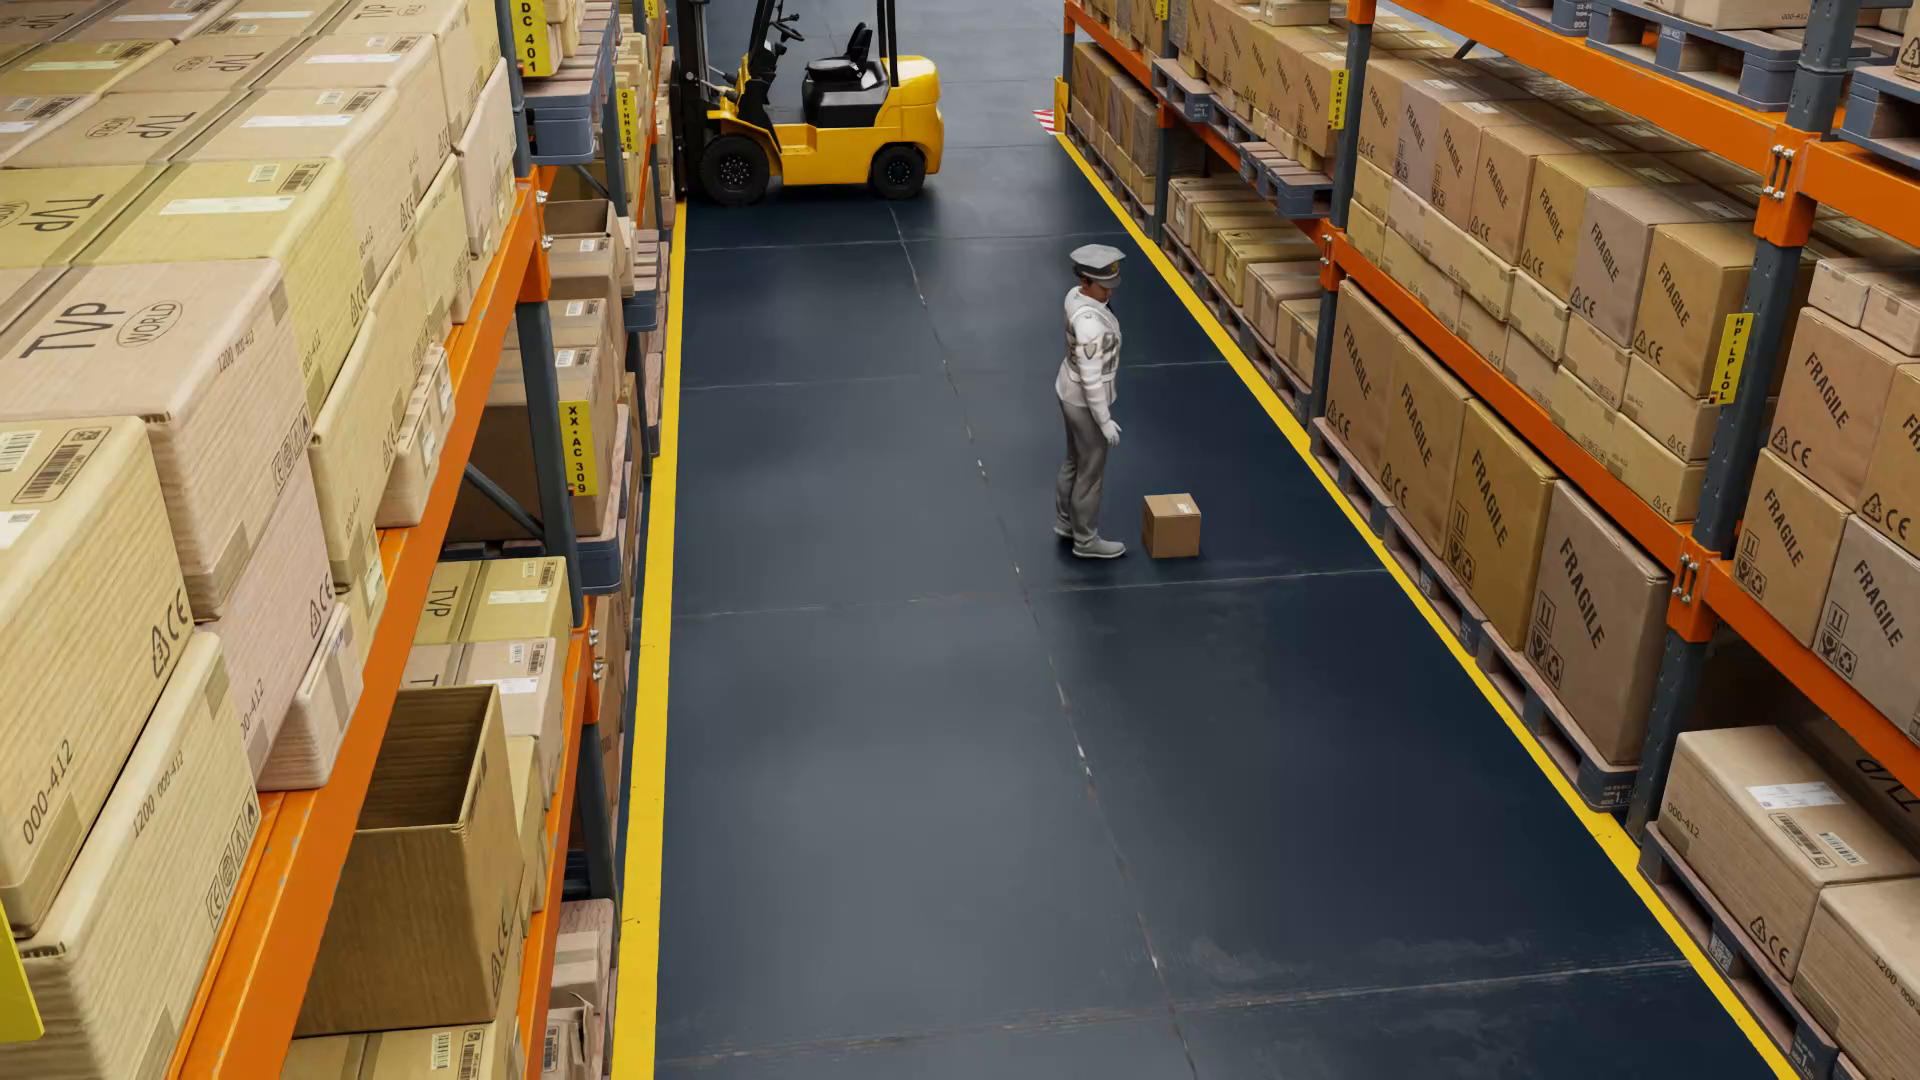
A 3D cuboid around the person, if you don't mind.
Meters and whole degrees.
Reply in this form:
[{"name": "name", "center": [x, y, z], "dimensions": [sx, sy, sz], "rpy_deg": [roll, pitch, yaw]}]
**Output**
[{"name": "person", "center": [0.678, -0.669, 8.428], "dimensions": [0.383, 1.717, 0.584], "rpy_deg": [-3, 27, -6]}]
